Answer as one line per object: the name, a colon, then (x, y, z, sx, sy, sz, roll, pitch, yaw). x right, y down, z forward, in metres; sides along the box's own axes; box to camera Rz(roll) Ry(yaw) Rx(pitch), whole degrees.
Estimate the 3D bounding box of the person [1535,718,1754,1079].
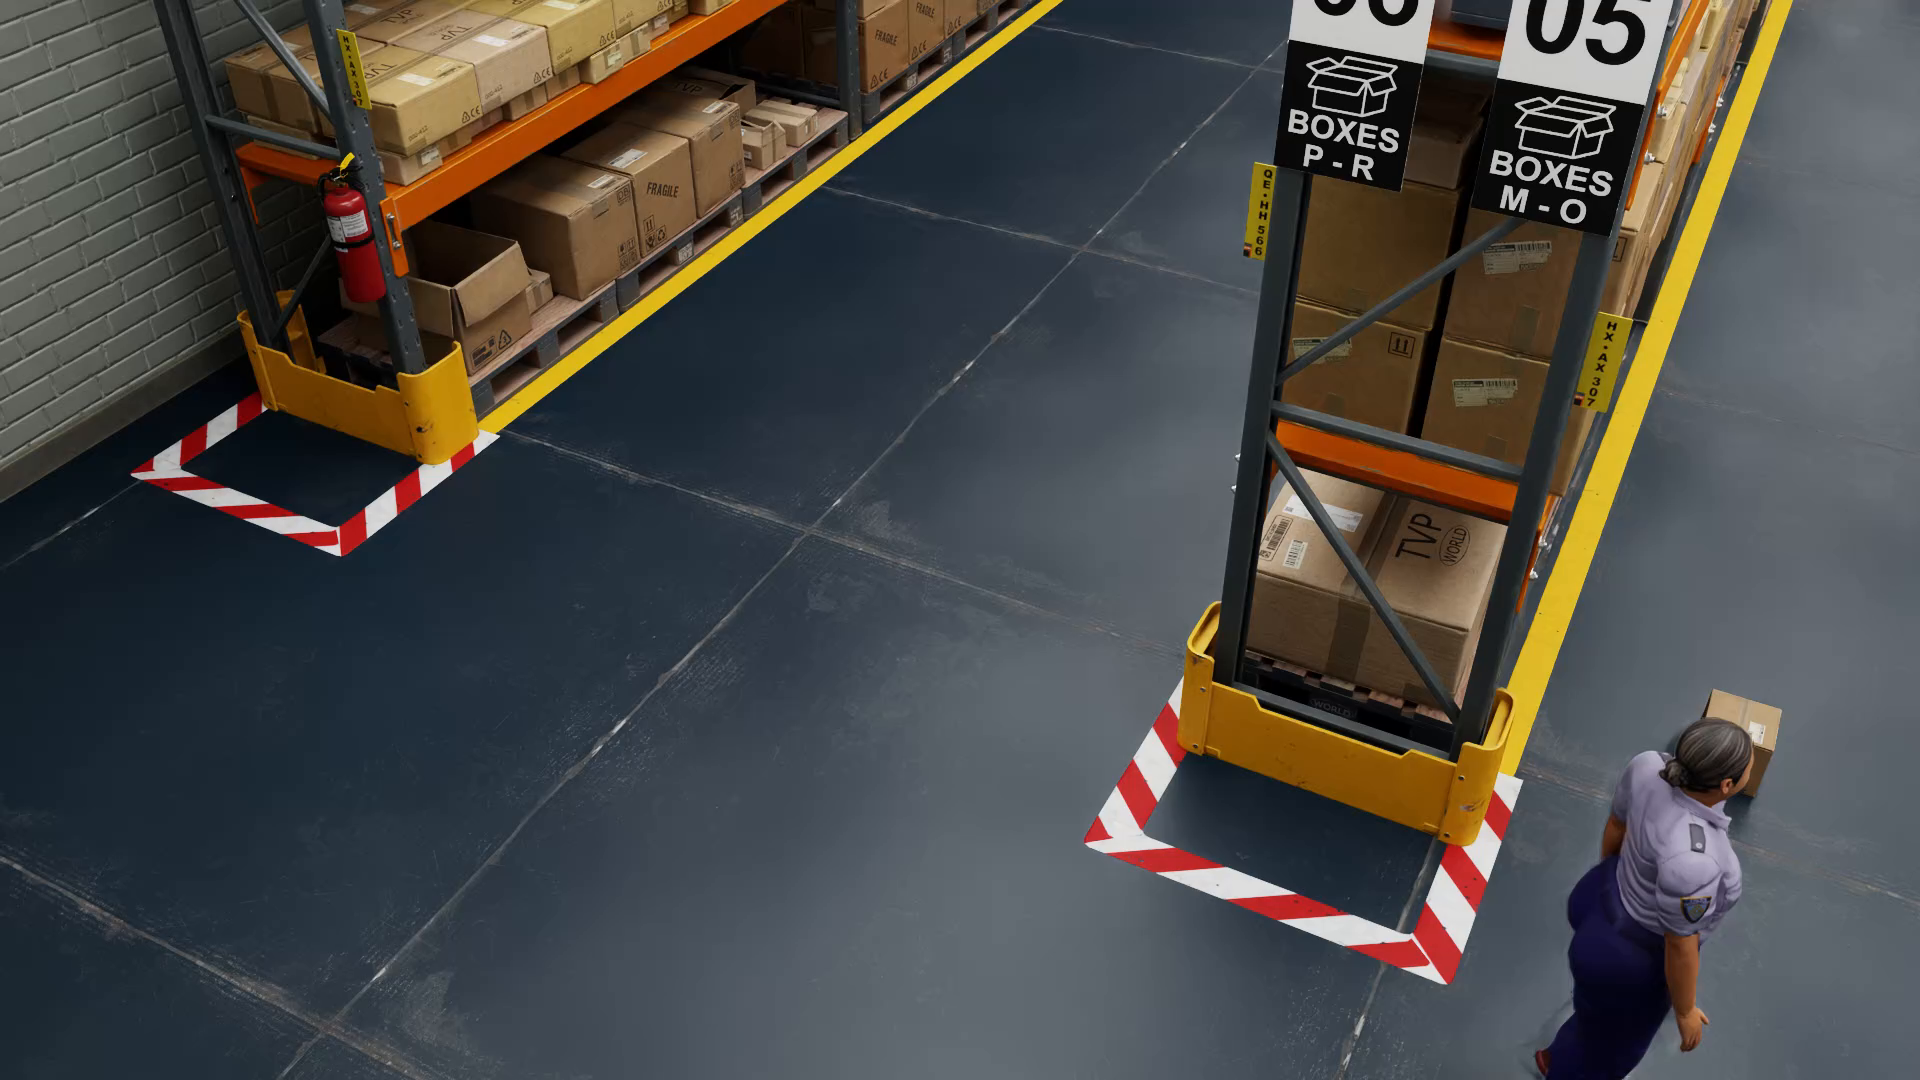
person: (1.931, 1.143, 4.690, 0.426, 1.660, 0.541, 8, 39, 10)
